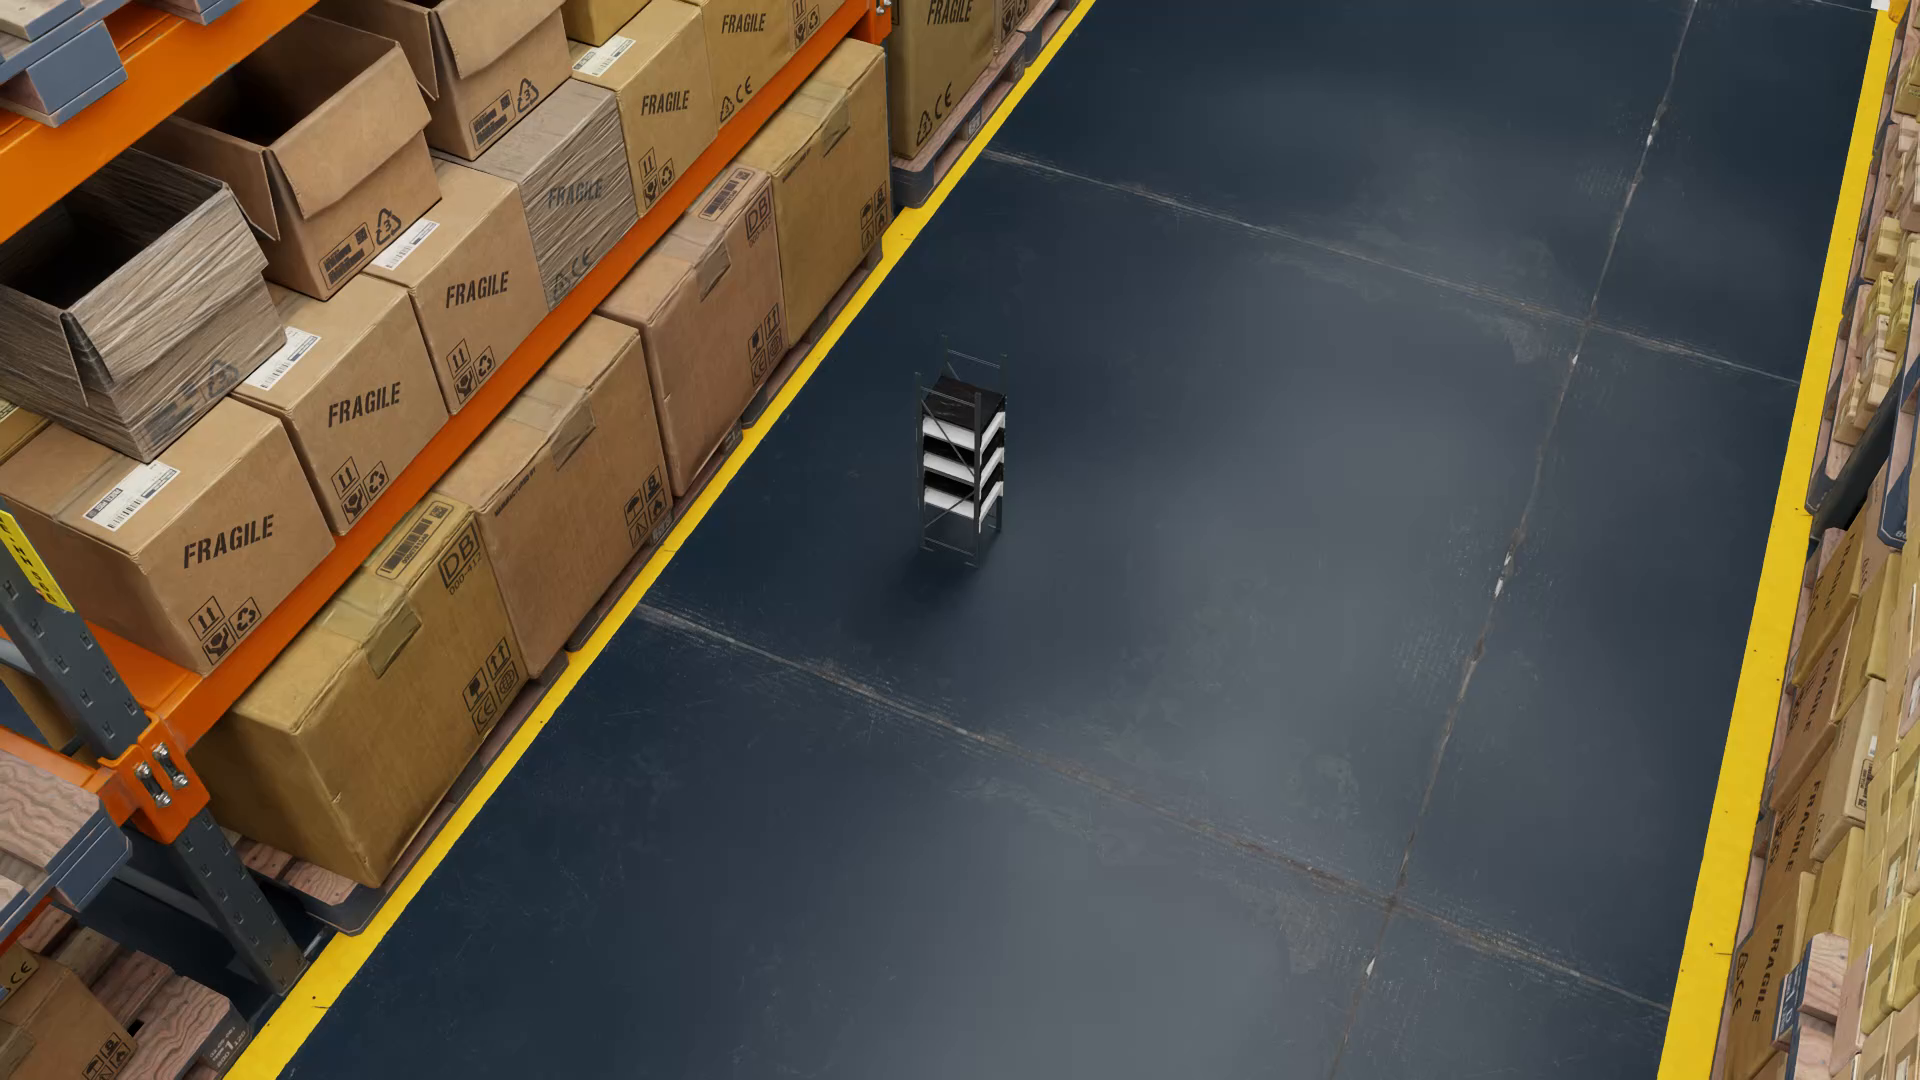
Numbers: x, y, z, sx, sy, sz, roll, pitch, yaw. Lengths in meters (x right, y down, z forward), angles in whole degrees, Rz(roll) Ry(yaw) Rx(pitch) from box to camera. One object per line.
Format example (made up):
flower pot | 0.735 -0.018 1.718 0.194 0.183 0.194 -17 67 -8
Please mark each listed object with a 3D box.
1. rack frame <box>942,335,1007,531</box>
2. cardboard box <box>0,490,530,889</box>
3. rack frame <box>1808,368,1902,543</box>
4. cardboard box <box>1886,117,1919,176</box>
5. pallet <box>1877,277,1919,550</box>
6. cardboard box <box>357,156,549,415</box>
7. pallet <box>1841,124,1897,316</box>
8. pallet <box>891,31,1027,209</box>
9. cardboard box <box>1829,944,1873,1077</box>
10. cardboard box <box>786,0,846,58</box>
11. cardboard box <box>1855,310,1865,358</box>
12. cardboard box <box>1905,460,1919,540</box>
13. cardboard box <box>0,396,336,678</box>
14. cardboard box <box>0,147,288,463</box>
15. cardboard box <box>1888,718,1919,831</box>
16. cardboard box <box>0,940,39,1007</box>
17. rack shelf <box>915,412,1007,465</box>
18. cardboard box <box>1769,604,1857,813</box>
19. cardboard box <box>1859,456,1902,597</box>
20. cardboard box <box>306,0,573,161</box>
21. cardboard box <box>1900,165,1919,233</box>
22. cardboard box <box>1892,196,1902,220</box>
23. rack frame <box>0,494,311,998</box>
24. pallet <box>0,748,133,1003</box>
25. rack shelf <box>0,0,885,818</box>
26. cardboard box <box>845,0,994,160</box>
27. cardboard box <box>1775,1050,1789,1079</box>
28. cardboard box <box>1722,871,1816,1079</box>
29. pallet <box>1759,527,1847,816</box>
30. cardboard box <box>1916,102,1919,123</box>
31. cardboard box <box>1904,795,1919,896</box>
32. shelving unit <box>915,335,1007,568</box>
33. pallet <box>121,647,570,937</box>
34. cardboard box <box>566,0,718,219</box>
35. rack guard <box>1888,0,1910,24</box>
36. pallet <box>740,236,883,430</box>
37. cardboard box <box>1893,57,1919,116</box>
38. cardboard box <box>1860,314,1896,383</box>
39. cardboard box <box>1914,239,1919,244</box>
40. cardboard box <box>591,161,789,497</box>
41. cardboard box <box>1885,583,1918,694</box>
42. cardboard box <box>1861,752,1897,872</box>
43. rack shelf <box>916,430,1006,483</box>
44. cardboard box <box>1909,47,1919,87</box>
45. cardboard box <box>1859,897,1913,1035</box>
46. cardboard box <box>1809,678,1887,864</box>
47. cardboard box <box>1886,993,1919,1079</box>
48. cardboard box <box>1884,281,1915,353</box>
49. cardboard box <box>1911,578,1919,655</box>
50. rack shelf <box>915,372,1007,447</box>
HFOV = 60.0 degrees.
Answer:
rack frame | 0.047 -0.367 5.972 0.240 0.900 0.006 20 52 16
cardboard box | -2.169 0.302 5.143 1.225 0.875 0.875 18 52 14
rack frame | 3.668 -0.853 5.006 1.000 3.000 0.127 20 52 16
cardboard box | 4.310 -1.692 7.317 0.380 0.149 0.250 17 52 14
pallet | 3.210 -0.312 4.672 1.003 0.211 1.213 20 52 16
cardboard box | -1.595 -0.770 4.870 0.500 0.500 0.500 19 52 15
pallet | 4.443 -1.266 7.189 1.003 0.211 1.213 20 52 16
pallet | -0.378 -2.131 7.924 1.003 0.211 1.213 20 52 16
cardboard box | 1.971 1.010 3.310 0.380 0.149 0.250 21 53 17
cardboard box | -0.726 -2.158 6.051 0.500 0.500 0.500 20 52 16
cardboard box | 3.768 -0.801 6.558 0.380 0.149 0.250 18 52 15
cardboard box | 2.644 -0.074 4.233 0.380 0.149 0.250 18 52 15
cardboard box | -2.029 -0.060 4.266 0.500 0.500 0.500 21 53 17
cardboard box | -2.155 -0.637 4.099 0.797 0.503 0.637 21 53 17
cardboard box | 2.197 0.553 3.504 0.380 0.149 0.250 19 52 16
cardboard box | -2.742 1.114 4.193 0.500 0.250 0.500 22 53 18
rack shelf | 0.003 -0.392 5.800 0.258 0.077 0.200 20 52 16
cardboard box | 2.888 0.609 5.128 0.500 0.500 0.500 22 53 18
cardboard box | 3.113 0.001 5.153 0.500 0.250 0.500 18 52 15
cardboard box | -1.594 -1.549 4.874 0.797 0.503 0.637 21 53 17
cardboard box | 3.971 -1.320 6.609 0.380 0.149 0.250 17 52 14
cardboard box | 4.142 -1.316 6.997 0.380 0.149 0.250 21 53 17
rack frame | -2.482 0.218 4.095 1.000 3.000 0.127 20 52 16
pallet | -2.691 0.806 3.721 1.213 0.211 1.003 20 52 16
rack shelf | -1.628 -0.926 5.541 1.077 0.370 4.000 20 52 16
cardboard box | -0.419 -2.412 7.452 0.875 0.875 0.875 20 52 16
cardboard box | 2.220 1.425 3.941 0.500 0.250 0.500 20 53 17
cardboard box | 2.440 1.312 4.530 0.500 0.500 0.500 18 52 14
pallet | 3.337 0.587 5.612 1.003 0.211 1.213 20 52 16
cardboard box | 4.301 -1.849 7.060 0.380 0.149 0.250 21 53 17
cardboard box | 2.086 0.630 3.243 0.380 0.149 0.250 21 53 17
shelving unit | 0.003 -0.297 5.912 0.258 0.900 0.210 20 52 16
pallet | -2.077 0.603 5.598 1.003 0.211 1.213 20 52 16
cardboard box | -1.161 -1.457 5.455 0.500 0.500 0.500 19 52 16
rack guard | 5.344 -2.745 8.257 1.175 0.500 0.348 20 52 16
pallet | -1.035 -1.077 7.028 1.003 0.211 1.213 20 52 16
cardboard box | 4.517 -2.042 7.614 0.380 0.149 0.250 20 53 17
cardboard box | 3.619 -0.672 6.253 0.380 0.149 0.250 18 52 14
cardboard box | 3.914 -1.003 6.535 0.380 0.149 0.250 20 53 16
cardboard box | -1.410 -0.921 6.183 1.225 0.875 0.875 18 52 15
cardboard box | 2.420 0.287 3.925 0.380 0.149 0.250 18 52 14
cardboard box | 2.195 0.654 3.613 0.380 0.149 0.250 18 52 15
rack shelf | 0.003 -0.334 5.869 0.258 0.077 0.200 20 52 16
cardboard box | 4.520 -2.130 7.493 0.380 0.149 0.250 21 53 17
cardboard box | 1.981 0.896 3.212 0.380 0.149 0.250 21 53 17
cardboard box | 2.666 0.718 4.542 0.500 0.250 0.500 22 53 17
cardboard box | 1.863 0.995 2.932 0.380 0.149 0.250 19 52 16
cardboard box | 3.658 -0.776 6.147 0.380 0.149 0.250 20 53 17
cardboard box | 2.417 0.195 3.808 0.380 0.149 0.250 19 52 15
rack shelf | 0.003 -0.451 5.732 0.258 0.077 0.200 20 52 16
